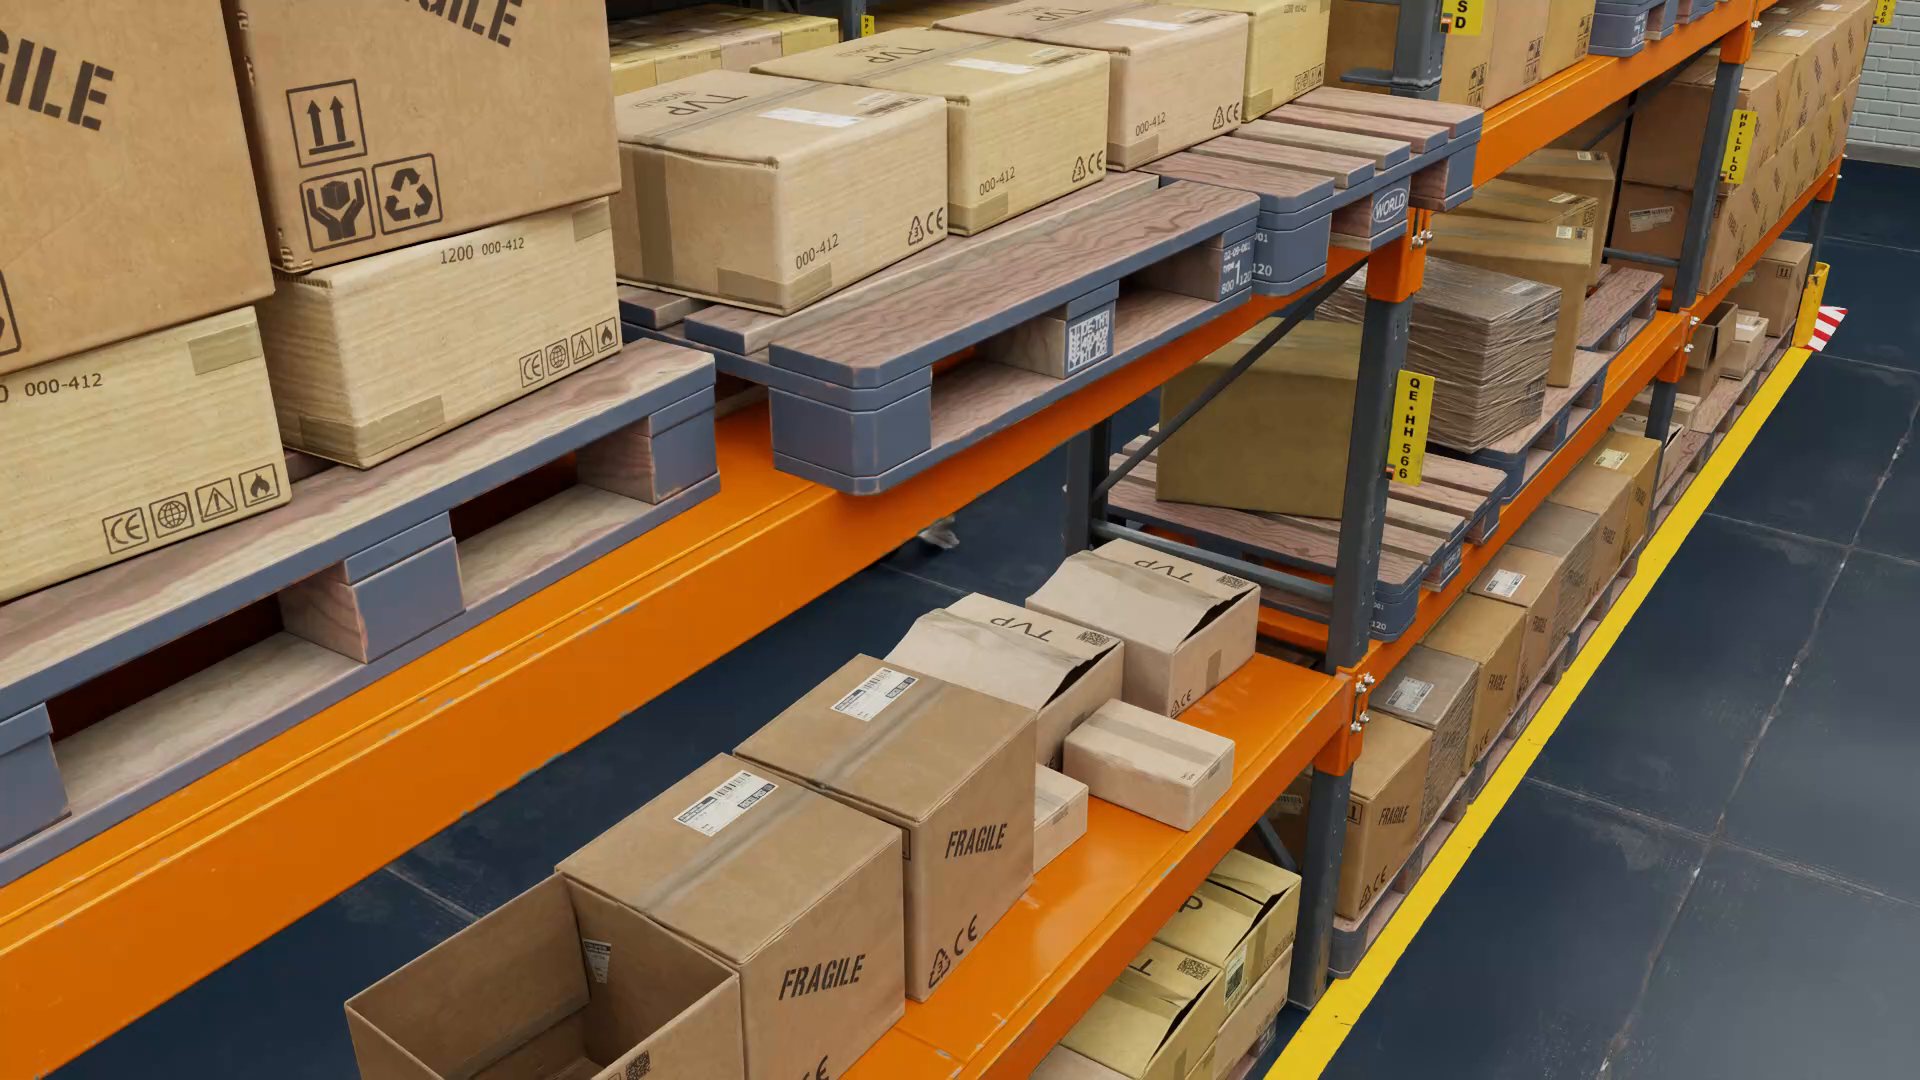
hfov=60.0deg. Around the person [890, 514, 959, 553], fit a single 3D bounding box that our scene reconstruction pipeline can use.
[{"bbox_3d":[-0.279,-0.700,8.104,0.616,1.863,0.666,20,33,34],"label":"person"}]
